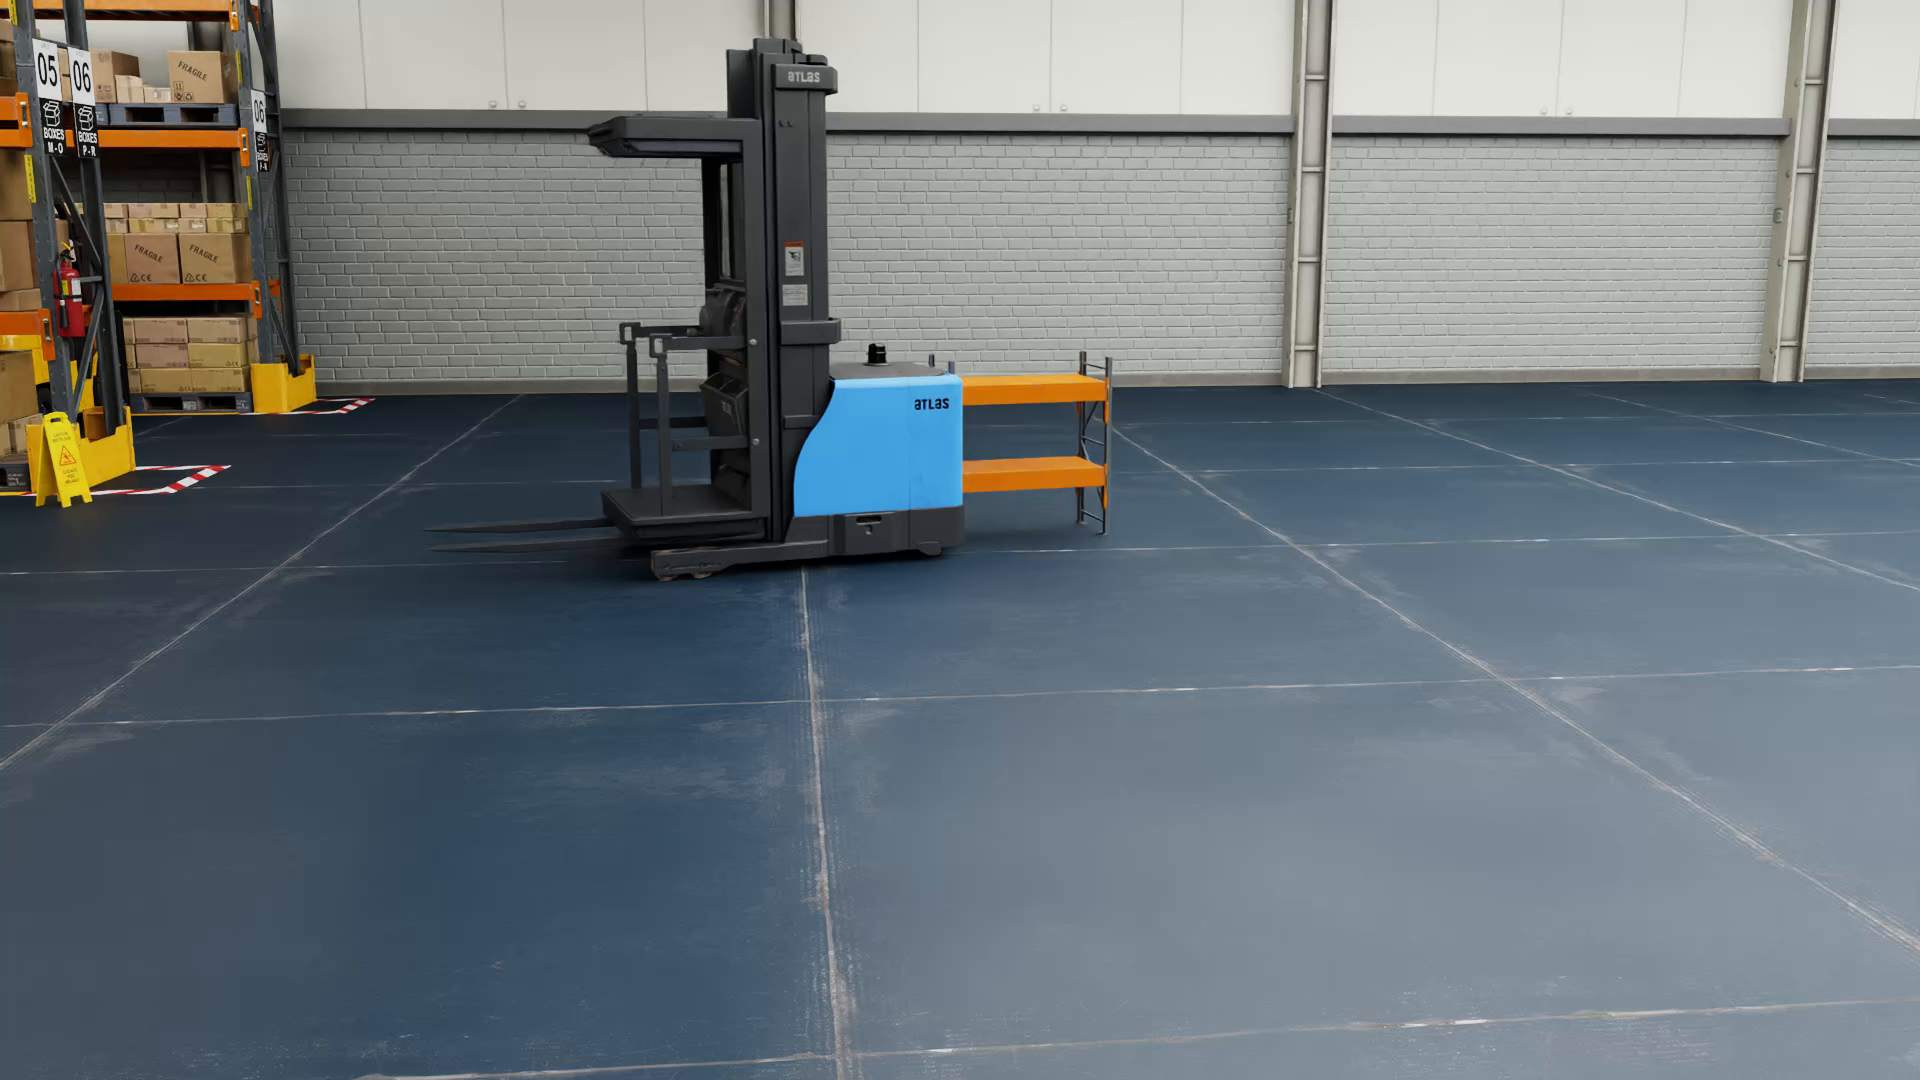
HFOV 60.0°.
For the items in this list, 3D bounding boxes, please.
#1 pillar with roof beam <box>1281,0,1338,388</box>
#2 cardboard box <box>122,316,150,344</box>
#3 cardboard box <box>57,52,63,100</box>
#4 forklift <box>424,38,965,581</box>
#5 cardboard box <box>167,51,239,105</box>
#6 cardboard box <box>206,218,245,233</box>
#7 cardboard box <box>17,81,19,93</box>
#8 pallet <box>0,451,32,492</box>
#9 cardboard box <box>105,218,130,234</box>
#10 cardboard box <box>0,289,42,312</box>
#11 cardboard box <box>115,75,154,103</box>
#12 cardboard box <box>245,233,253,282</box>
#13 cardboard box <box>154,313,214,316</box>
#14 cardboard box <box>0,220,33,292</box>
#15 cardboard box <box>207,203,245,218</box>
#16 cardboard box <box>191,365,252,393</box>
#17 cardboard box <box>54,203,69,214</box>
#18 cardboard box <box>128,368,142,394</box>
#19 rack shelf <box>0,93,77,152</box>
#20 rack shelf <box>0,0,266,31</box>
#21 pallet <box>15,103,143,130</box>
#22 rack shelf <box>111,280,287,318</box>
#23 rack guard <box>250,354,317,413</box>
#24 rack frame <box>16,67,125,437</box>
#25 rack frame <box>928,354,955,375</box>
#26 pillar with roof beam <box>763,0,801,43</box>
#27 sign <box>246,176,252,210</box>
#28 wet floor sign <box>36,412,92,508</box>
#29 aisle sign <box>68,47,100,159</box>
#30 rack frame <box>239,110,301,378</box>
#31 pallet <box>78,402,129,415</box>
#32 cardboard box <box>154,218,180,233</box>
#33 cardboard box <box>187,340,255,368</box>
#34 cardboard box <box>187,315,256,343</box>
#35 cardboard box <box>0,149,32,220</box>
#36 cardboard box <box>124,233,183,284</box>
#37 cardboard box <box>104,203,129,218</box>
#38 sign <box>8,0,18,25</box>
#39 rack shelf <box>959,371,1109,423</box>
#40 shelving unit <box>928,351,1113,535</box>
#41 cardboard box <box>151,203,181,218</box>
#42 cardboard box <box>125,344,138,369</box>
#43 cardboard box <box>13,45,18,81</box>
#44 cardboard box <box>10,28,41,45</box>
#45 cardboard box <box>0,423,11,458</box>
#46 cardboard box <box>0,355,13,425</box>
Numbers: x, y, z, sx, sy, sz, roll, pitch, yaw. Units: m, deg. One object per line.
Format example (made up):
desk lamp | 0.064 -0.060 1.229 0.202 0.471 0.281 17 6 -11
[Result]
pillar with roof beam | 4.483 -5.404 14.529 0.400 9.000 9.100 -1 11 -6
cardboard box | -8.554 -2.132 16.882 0.500 0.250 0.500 -1 11 -5
cardboard box | -9.151 -4.592 16.560 0.637 0.503 0.797 -1 11 -4
forklift | -1.543 -1.327 9.521 3.031 2.935 1.130 -4 12 -20
cardboard box | -7.536 -4.598 16.596 0.500 0.500 0.500 -1 11 -4
cardboard box | -7.437 -3.184 16.847 0.250 0.149 0.380 -1 11 -5
cardboard box | -6.947 -3.330 12.405 0.250 0.149 0.380 -1 11 -6
pallet | -7.469 -0.546 12.598 1.213 0.211 1.003 -1 11 -6
cardboard box | -8.460 -3.162 16.734 0.250 0.149 0.380 -2 11 -8
cardboard box | -6.931 -1.754 12.164 0.250 0.149 0.380 -1 11 -4
cardboard box | -8.165 -4.458 16.492 0.258 0.266 0.396 -1 11 -6
cardboard box | -7.645 -2.970 17.439 0.500 0.500 0.500 -1 11 -4
cardboard box | -8.117 -2.240 17.435 0.500 0.250 0.500 -1 11 -6
cardboard box | -7.092 -2.057 12.024 0.500 0.500 0.500 -1 11 -7
cardboard box | -7.455 -3.343 16.885 0.250 0.149 0.380 -1 11 -6
cardboard box | -7.555 -1.664 17.097 0.500 0.250 0.500 -1 11 -6
cardboard box | -8.980 -3.310 16.717 0.250 0.149 0.380 -1 11 -5
cardboard box | -8.549 -1.647 17.009 0.500 0.250 0.500 -1 11 -5
rack shelf | -8.571 -3.003 11.956 4.000 0.370 1.077 -1 11 -6
rack shelf | -9.110 -5.230 16.547 4.000 0.370 1.077 -1 11 -6
pallet | -9.043 -4.270 16.767 1.213 0.211 1.003 -1 11 -6
rack shelf | -9.110 -2.483 17.087 4.000 0.370 1.077 -1 11 -6
rack guard | -7.098 -1.652 17.473 0.348 0.500 1.175 -1 11 -6
rack frame | -6.582 -1.926 12.388 0.127 3.000 1.000 -1 11 -6
rack frame | -0.114 -0.572 10.363 0.032 1.125 0.500 -3 12 -16
pillar with roof beam | -1.482 -5.279 13.893 0.400 9.000 9.100 -1 11 -6
sign | -7.077 -3.458 16.564 0.005 0.325 0.100 -1 11 -6
wet floor sign | -6.278 -0.569 11.592 0.232 0.644 0.267 3 11 14
aisle sign | -6.554 -3.262 12.446 0.004 0.787 0.394 -1 11 -6
rack frame | -7.122 -2.878 17.230 0.127 3.000 1.000 -1 11 -6
pallet | -9.088 -1.461 17.251 1.213 0.211 1.003 -1 11 -6
cardboard box | -7.952 -3.179 16.824 0.250 0.149 0.380 -1 11 -5
cardboard box | -7.572 -1.910 17.050 0.500 0.250 0.500 -1 11 -7
cardboard box | -7.546 -2.156 17.005 0.500 0.250 0.500 -1 11 -4
cardboard box | -7.067 -2.559 11.986 0.500 0.500 0.700 -1 11 -7
cardboard box | -8.100 -2.857 16.866 0.500 0.500 0.500 -1 11 -4
cardboard box | -8.457 -3.304 16.685 0.250 0.149 0.380 -1 11 -5
sign | -6.542 -3.725 11.470 0.005 0.325 0.100 -1 11 -6
rack shelf | 0.373 -0.887 10.448 1.000 0.278 0.538 -3 12 -16
shelving unit | 0.373 -0.600 10.504 1.048 1.125 0.538 -3 12 -16
cardboard box | -7.955 -3.321 16.775 0.250 0.149 0.380 -1 11 -5
cardboard box | -8.583 -1.887 16.932 0.500 0.250 0.500 -1 11 -7
cardboard box | -7.111 -3.511 12.291 0.500 0.250 0.500 -1 11 -7
cardboard box | -6.958 -3.697 12.207 0.250 0.149 0.380 -1 11 -6
cardboard box | -7.381 -0.714 12.262 0.500 0.250 0.500 -1 11 -6
cardboard box | -7.351 -1.084 12.201 0.500 0.500 0.500 -1 11 -6
